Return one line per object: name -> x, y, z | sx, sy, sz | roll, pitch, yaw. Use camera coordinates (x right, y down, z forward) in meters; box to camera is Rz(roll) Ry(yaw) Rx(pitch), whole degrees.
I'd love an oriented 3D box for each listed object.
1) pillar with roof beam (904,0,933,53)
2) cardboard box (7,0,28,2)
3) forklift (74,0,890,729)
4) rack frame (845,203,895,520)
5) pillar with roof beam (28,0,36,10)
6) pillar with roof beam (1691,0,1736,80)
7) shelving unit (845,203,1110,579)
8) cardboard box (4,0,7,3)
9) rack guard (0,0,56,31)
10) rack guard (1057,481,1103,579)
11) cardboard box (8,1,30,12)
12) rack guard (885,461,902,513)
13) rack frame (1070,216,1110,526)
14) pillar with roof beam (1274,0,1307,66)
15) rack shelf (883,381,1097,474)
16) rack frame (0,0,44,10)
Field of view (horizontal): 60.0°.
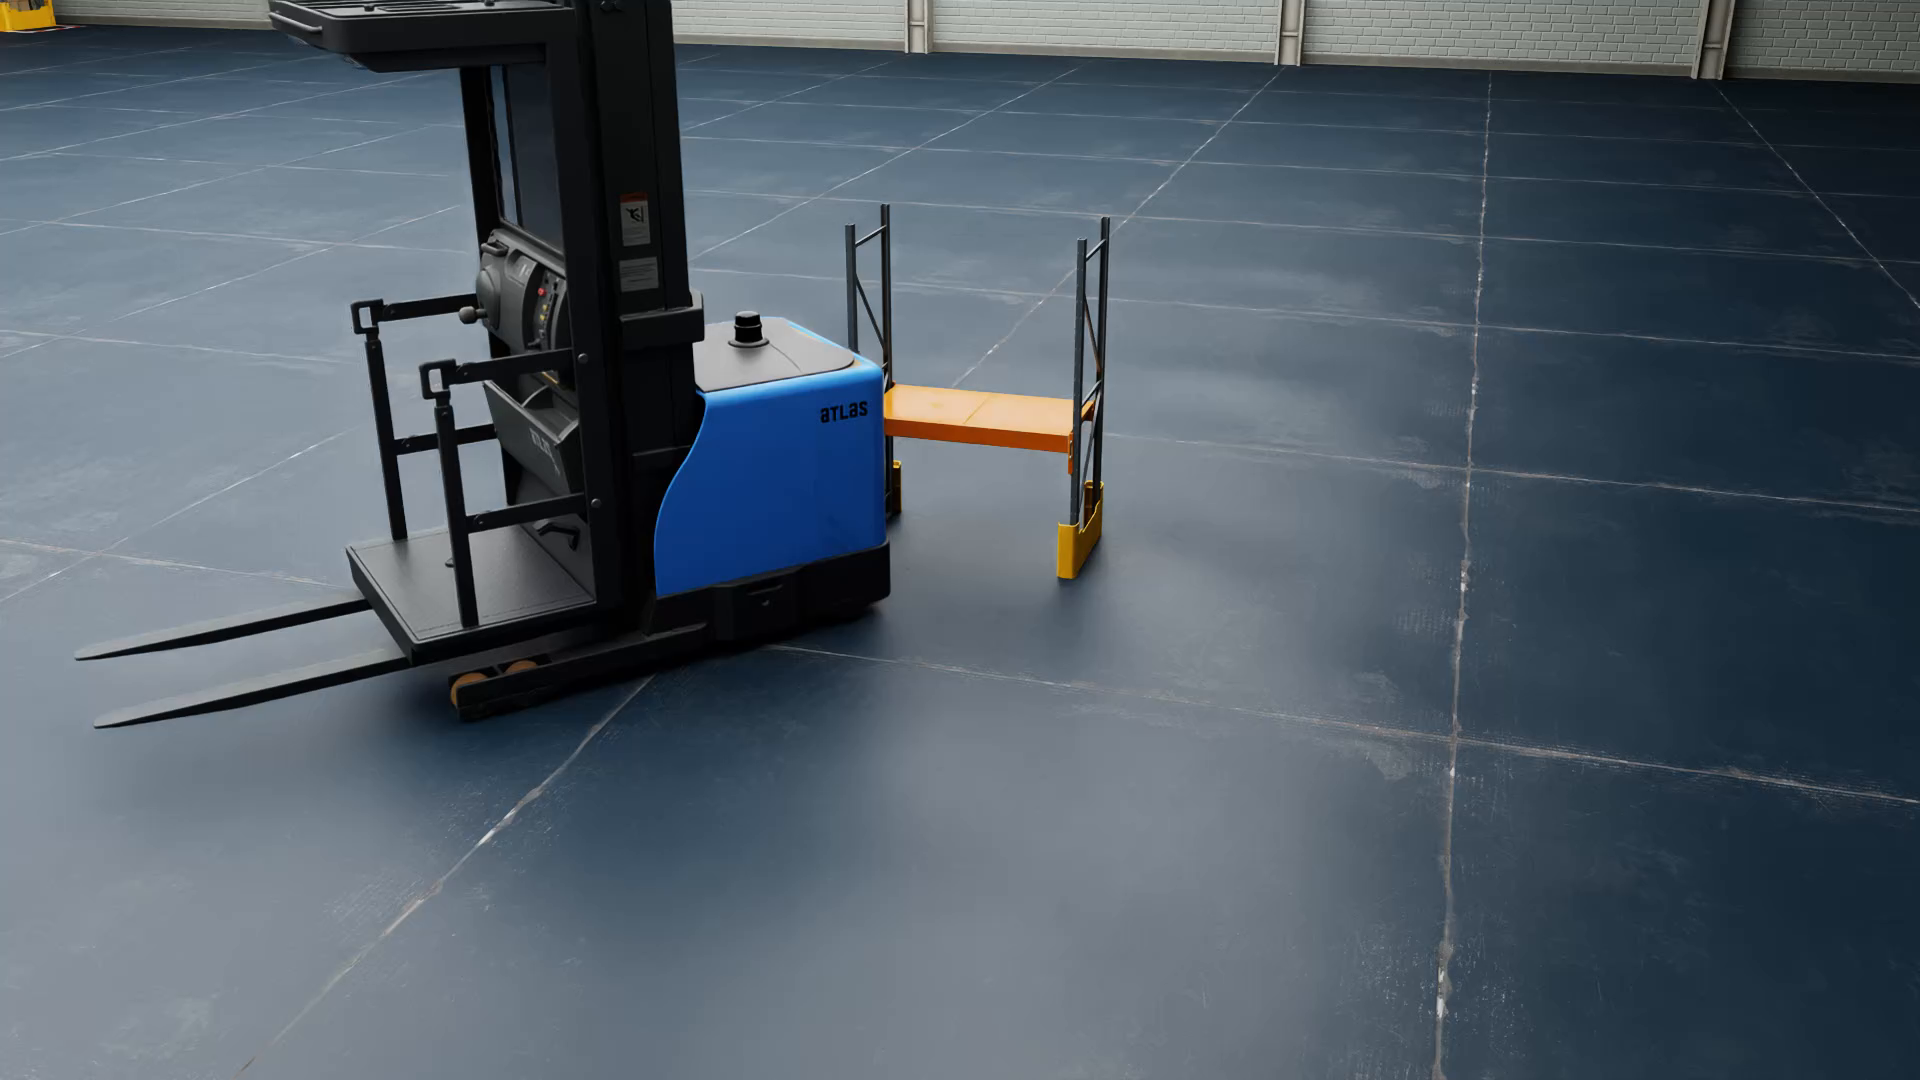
pillar with roof beam -> -1.914, -10.612, 21.784 | 0.400, 9.000, 9.100 | 7, 23, 16
cardboard box -> -17.888, -10.251, 31.218 | 0.500, 0.250, 0.500 | 7, 23, 16
forklift -> -1.819, -0.923, 6.159 | 3.031, 2.935, 1.130 | -13, 26, -29
rack frame -> -0.405, -0.740, 7.598 | 0.032, 1.500, 0.500 | 7, 23, 16
pillar with roof beam -> -19.147, -12.585, 26.594 | 0.400, 9.000, 9.100 | 7, 23, 16
pillar with roof beam -> 9.574, -9.297, 18.577 | 0.400, 9.000, 9.100 | 7, 23, 16
shelving unit -> 0.073, -0.686, 7.465 | 1.083, 1.500, 0.587 | 7, 23, 16
cardboard box -> -18.054, -10.063, 30.762 | 0.500, 0.250, 0.500 | 6, 23, 15
rack guard -> -17.474, -9.811, 31.029 | 0.348, 0.500, 1.175 | 7, 23, 16
rack guard -> 0.550, -0.053, 7.569 | 0.087, 0.250, 0.587 | 7, 23, 16
cardboard box -> -17.911, -10.017, 31.308 | 0.500, 0.250, 0.500 | 7, 23, 16
rack guard -> -0.404, -0.162, 7.835 | 0.087, 0.250, 0.587 | 7, 23, 16
rack frame -> 0.568, -0.629, 7.327 | 0.032, 1.500, 0.500 | 7, 23, 16
pillar with roof beam -> 3.830, -9.954, 20.180 | 0.400, 9.000, 9.100 | 7, 23, 16
rack shelf -> 0.082, -0.518, 7.531 | 1.000, 0.185, 0.538 | 7, 23, 16
rack frame -> -17.497, -10.970, 30.561 | 0.127, 3.000, 1.000 | 7, 23, 16
